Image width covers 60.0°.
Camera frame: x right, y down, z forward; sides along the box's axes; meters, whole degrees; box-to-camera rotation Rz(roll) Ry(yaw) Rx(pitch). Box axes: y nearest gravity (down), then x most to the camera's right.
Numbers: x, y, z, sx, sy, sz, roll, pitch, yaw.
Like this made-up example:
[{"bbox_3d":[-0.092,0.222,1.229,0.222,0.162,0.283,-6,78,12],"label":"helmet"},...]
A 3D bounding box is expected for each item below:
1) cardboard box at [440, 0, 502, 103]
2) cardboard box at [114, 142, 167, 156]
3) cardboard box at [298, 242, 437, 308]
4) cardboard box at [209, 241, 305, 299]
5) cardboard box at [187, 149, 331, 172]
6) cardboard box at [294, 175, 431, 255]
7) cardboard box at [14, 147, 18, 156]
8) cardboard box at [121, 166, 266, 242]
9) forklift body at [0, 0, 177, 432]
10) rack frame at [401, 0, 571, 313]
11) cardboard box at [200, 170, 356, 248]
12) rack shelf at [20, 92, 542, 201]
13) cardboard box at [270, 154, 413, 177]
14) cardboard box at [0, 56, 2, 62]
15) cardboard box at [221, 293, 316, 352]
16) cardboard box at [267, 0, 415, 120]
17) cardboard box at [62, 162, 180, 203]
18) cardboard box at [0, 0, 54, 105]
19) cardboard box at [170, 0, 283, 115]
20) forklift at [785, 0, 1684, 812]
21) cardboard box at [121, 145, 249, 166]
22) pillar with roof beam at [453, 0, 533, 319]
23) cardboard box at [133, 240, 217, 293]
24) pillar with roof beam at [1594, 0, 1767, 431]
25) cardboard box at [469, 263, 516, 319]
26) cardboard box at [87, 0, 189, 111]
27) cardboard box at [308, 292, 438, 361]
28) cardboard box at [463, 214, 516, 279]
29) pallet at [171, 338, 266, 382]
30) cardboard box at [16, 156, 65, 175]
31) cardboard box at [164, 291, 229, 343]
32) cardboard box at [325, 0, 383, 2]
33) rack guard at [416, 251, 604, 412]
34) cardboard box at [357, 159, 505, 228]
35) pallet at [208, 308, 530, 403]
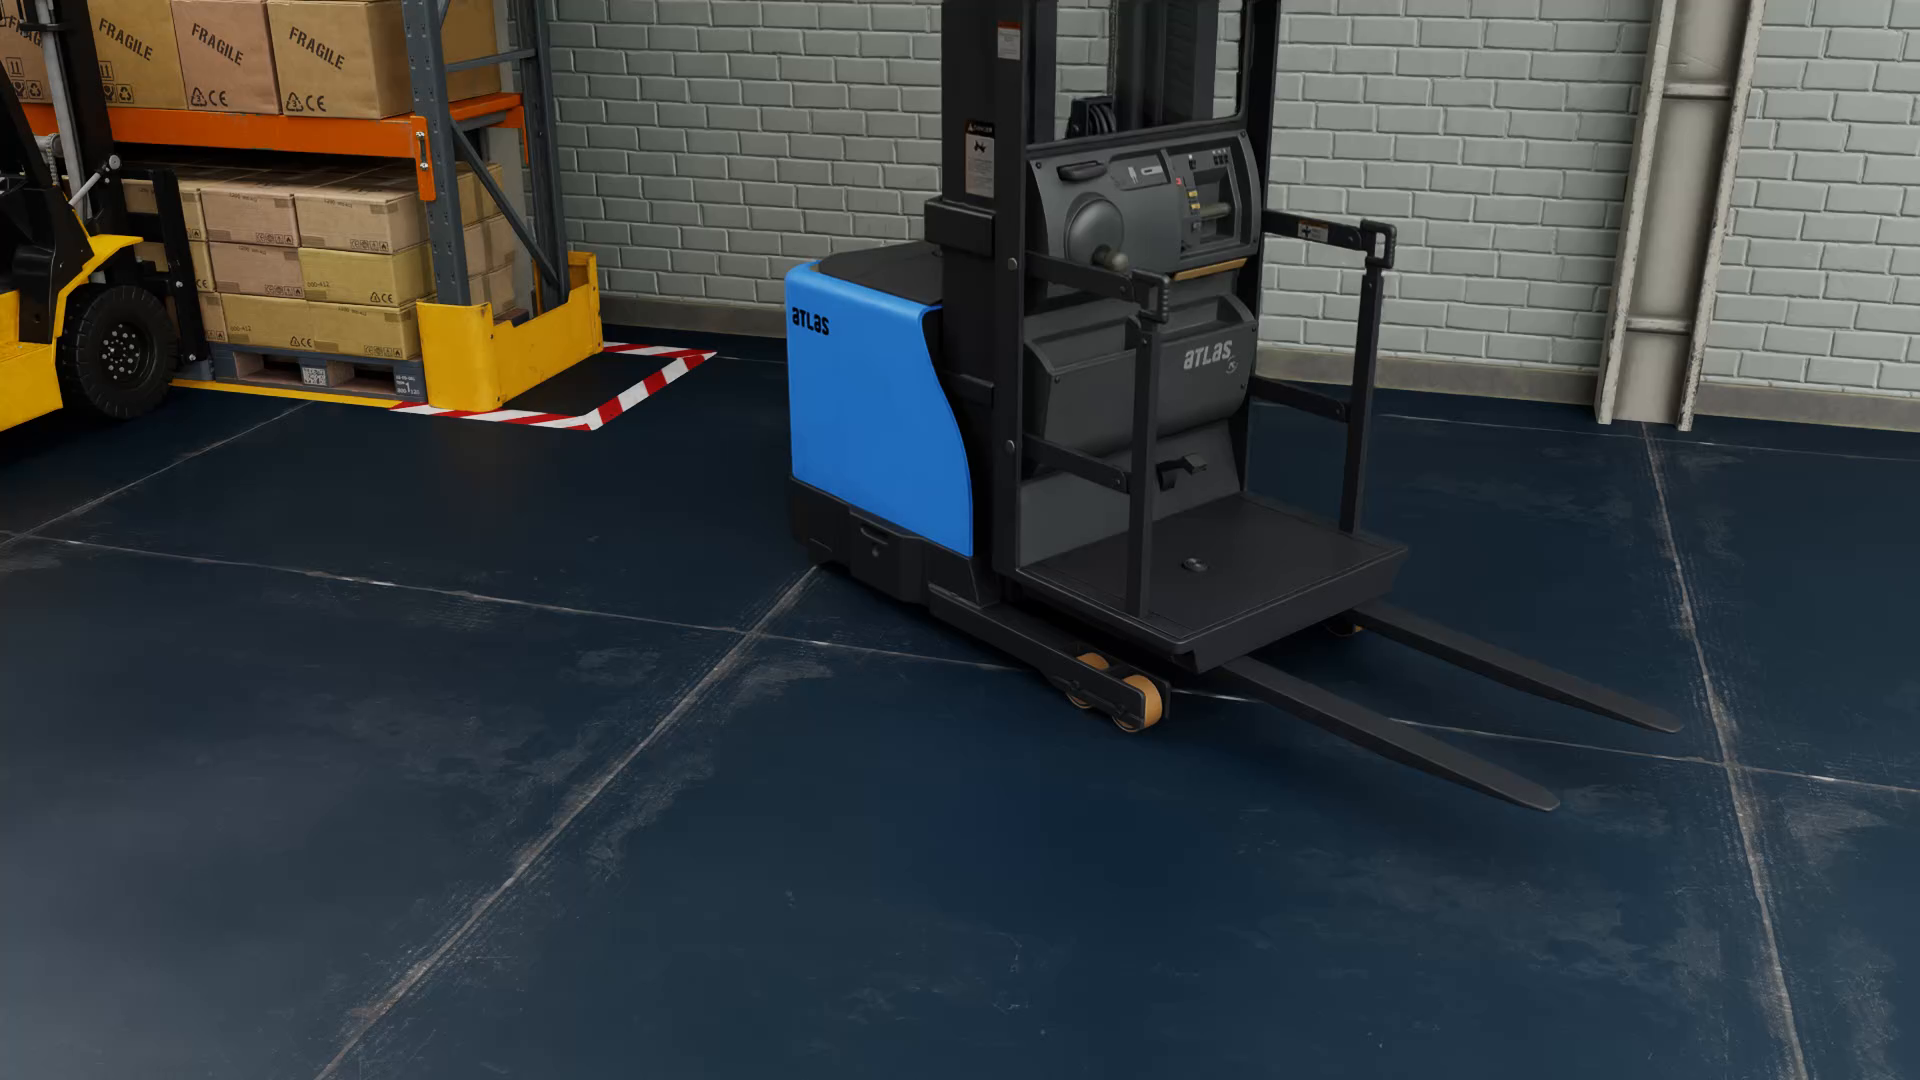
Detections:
[{"bbox_3d":[-2.599,-2.409,8.058,0.500,0.500,0.500,7,23,17],"label":"cardboard box"},{"bbox_3d":[-4.537,-1.936,8.790,0.500,0.250,0.500,7,23,16],"label":"cardboard box"},{"bbox_3d":[-2.761,-1.300,7.899,0.500,0.250,0.500,6,23,15],"label":"cardboard box"},{"bbox_3d":[-3.238,-1.359,8.042,0.500,0.250,0.500,6,23,15],"label":"cardboard box"},{"bbox_3d":[-3.565,-1.826,8.520,0.500,0.250,0.500,6,23,15],"label":"cardboard box"},{"bbox_3d":[-2.736,-1.529,7.798,0.500,0.250,0.500,7,23,17],"label":"cardboard box"},{"bbox_3d":[-5.018,-1.997,8.938,0.500,0.250,0.500,6,23,15],"label":"cardboard box"},{"bbox_3d":[-3.712,-1.635,8.055,0.500,0.250,0.500,7,23,16],"label":"cardboard box"},{"bbox_3d":[-4.547,-1.360,6.750,1.214,2.155,2.313,7,23,16],"label":"forklift body"},{"bbox_3d":[-2.205,-2.207,7.698,0.127,3.000,1.000,7,23,16],"label":"rack frame"},{"bbox_3d":[-3.226,-1.583,7.929,0.500,0.250,0.500,7,23,16],"label":"cardboard box"},{"bbox_3d":[-4.120,-2.094,8.369,4.000,0.370,1.077,7,23,16],"label":"rack shelf"},{"bbox_3d":[-3.090,-1.767,8.377,0.500,0.250,0.500,7,23,16],"label":"cardboard box"},{"bbox_3d":[-4.696,-2.442,8.140,0.500,0.500,0.500,6,23,15],"label":"cardboard box"},{"bbox_3d":[-3.219,-1.124,8.128,0.500,0.250,0.500,7,23,15],"label":"cardboard box"},{"bbox_3d":[-2.752,-2.212,7.578,0.500,0.500,0.500,6,23,14],"label":"cardboard box"},{"bbox_3d":[-4.195,-1.693,8.197,0.500,0.250,0.500,6,23,14],"label":"cardboard box"},{"bbox_3d":[-4.221,-2.379,7.987,0.500,0.500,0.500,7,23,16],"label":"cardboard box"},{"bbox_3d":[-3.246,-2.272,7.725,0.500,0.500,0.500,7,23,17],"label":"cardboard box"},{"bbox_3d":[0.712,-1.006,4.861,1.130,2.935,3.031,-18,28,-37],"label":"forklift"},{"bbox_3d":[-4.054,-1.884,8.663,0.500,0.250,0.500,6,23,14],"label":"cardboard box"},{"bbox_3d":[-3.855,-3.822,3.731,0.400,9.000,9.100,7,23,16],"label":"pillar with roof beam"},{"bbox_3d":[-3.738,-1.408,8.162,0.500,0.250,0.500,6,23,14],"label":"cardboard box"},{"bbox_3d":[1.890,-3.165,2.128,0.400,9.000,9.100,7,23,16],"label":"pillar with roof beam"},{"bbox_3d":[-2.619,-1.254,8.445,0.500,0.250,0.500,7,23,16],"label":"cardboard box"},{"bbox_3d":[-3.737,-2.328,7.862,0.500,0.500,0.500,6,23,14],"label":"cardboard box"},{"bbox_3d":[-2.746,-1.066,7.986,0.500,0.250,0.500,7,23,16],"label":"cardboard box"},{"bbox_3d":[-2.595,-1.488,8.355,0.500,0.250,0.500,7,23,16],"label":"cardboard box"},{"bbox_3d":[-4.113,-1.120,8.723,1.213,0.211,1.003,7,23,15],"label":"pallet"},{"bbox_3d":[-4.696,-1.753,8.344,0.500,0.250,0.500,7,23,17],"label":"cardboard box"},{"bbox_3d":[-3.696,-1.182,8.269,0.500,0.250,0.500,7,23,16],"label":"cardboard box"},{"bbox_3d":[-2.618,-2.490,7.401,0.250,0.149,0.380,7,23,16],"label":"cardboard box"},{"bbox_3d":[-2.182,-1.048,8.166,0.348,0.500,1.175,7,23,16],"label":"rack guard"},{"bbox_3d":[-2.610,-1.713,8.247,0.500,0.250,0.500,6,23,15],"label":"cardboard box"},{"bbox_3d":[-2.949,-0.986,8.395,1.213,0.211,1.003,7,23,16],"label":"pallet"}]
